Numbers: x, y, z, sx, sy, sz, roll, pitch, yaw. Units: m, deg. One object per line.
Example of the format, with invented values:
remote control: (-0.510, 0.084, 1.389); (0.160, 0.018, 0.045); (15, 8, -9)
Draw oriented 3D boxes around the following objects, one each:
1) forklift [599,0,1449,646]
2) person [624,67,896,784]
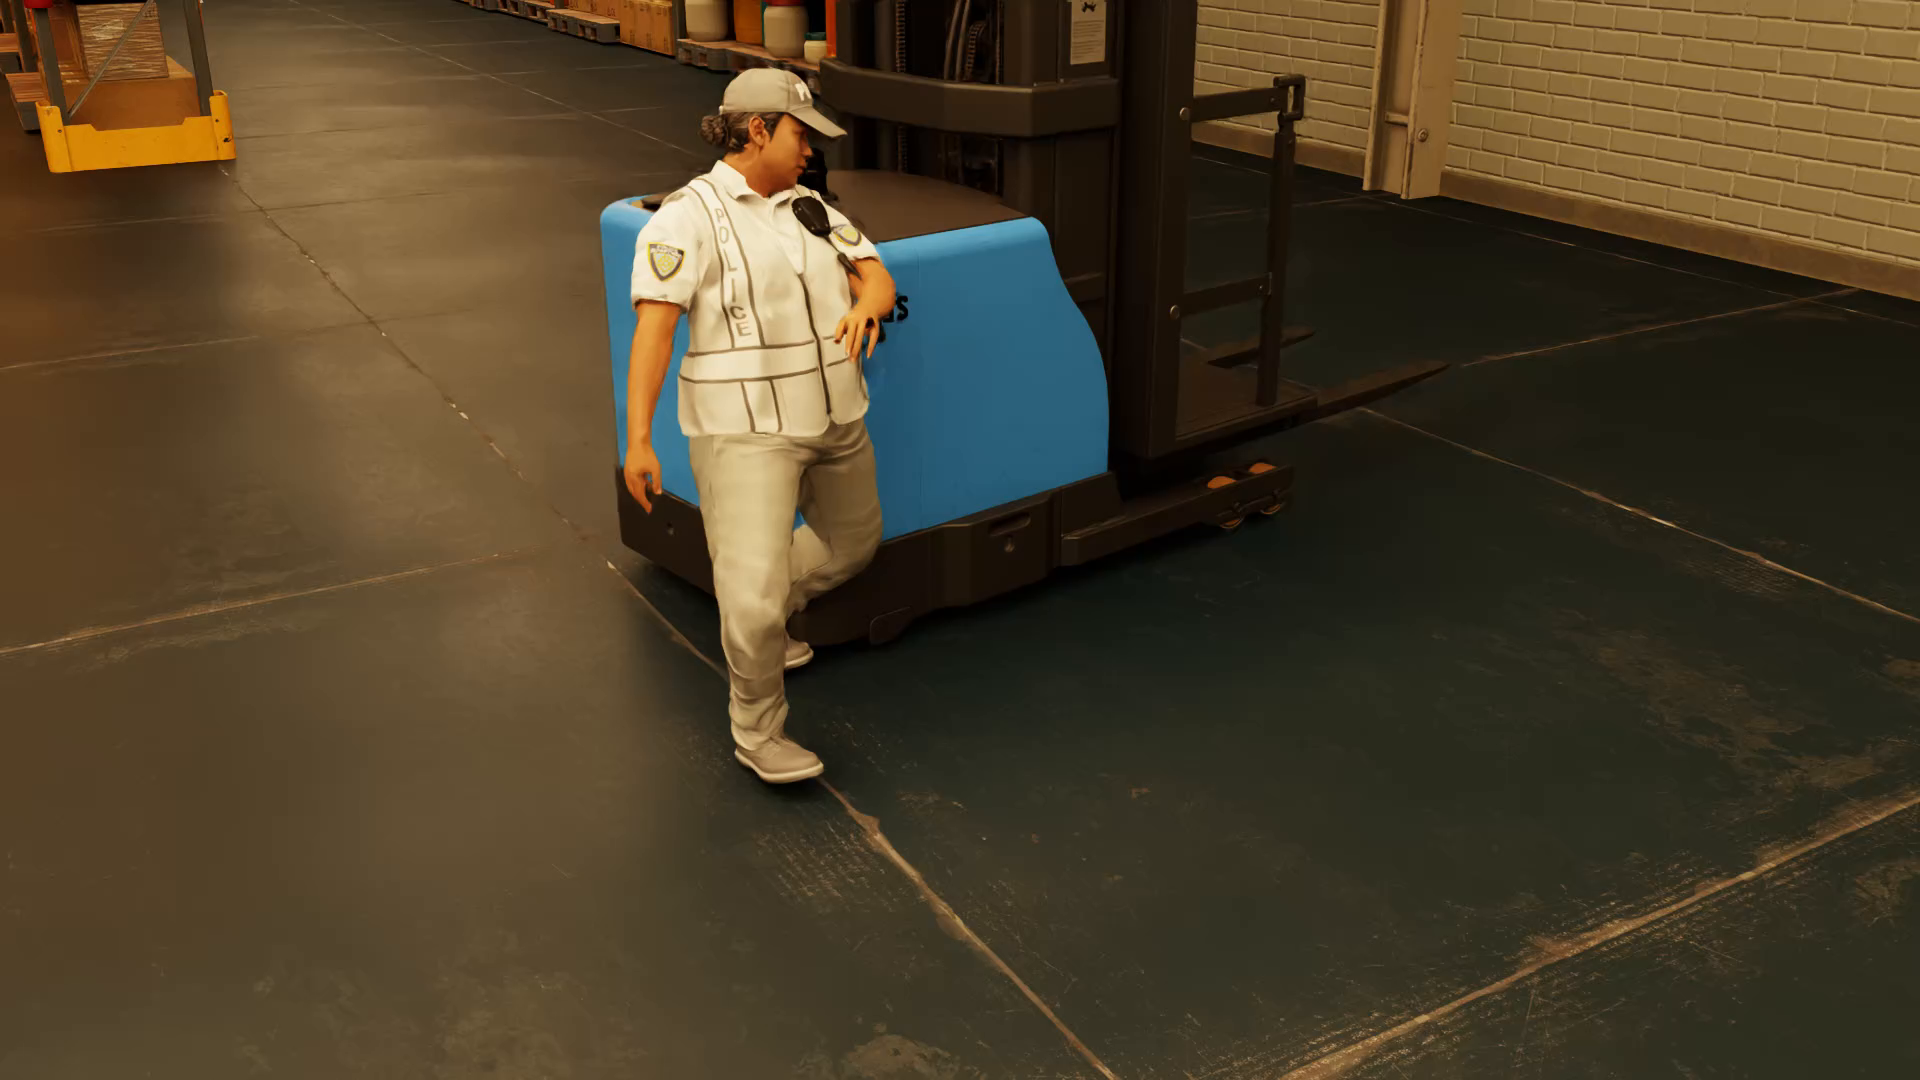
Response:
forklift: (0.438, -1.524, 4.987); (3.031, 2.935, 1.130); (-18, 28, -37)
person: (-0.444, -0.246, 3.714); (0.804, 1.519, 0.748); (16, 27, 35)
